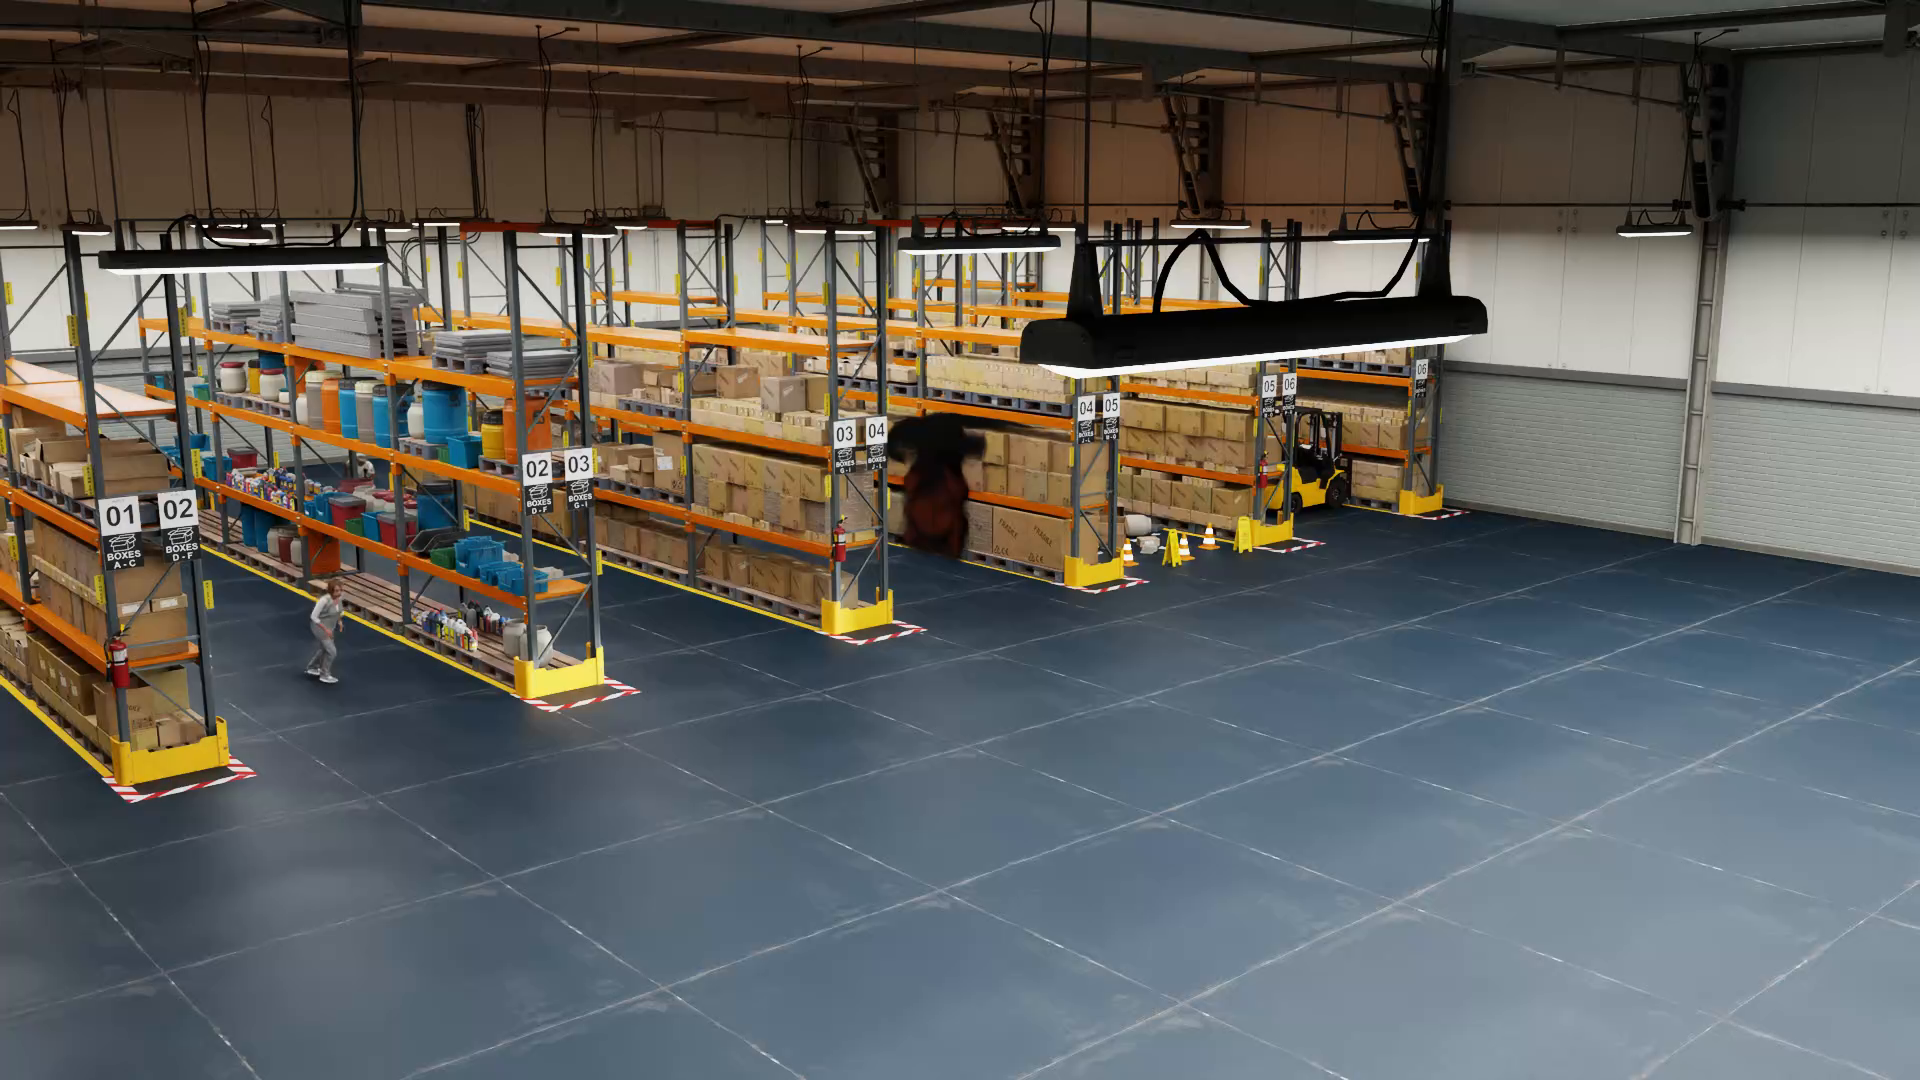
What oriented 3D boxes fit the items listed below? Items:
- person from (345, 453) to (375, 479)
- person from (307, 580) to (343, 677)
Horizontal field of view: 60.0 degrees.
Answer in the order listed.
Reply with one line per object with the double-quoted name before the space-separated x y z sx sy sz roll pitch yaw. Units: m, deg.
"person" -12.217 -1.119 33.886 0.568 1.430 1.134 -5 12 -23
"person" -8.512 1.171 22.236 0.775 1.370 0.482 3 12 12
